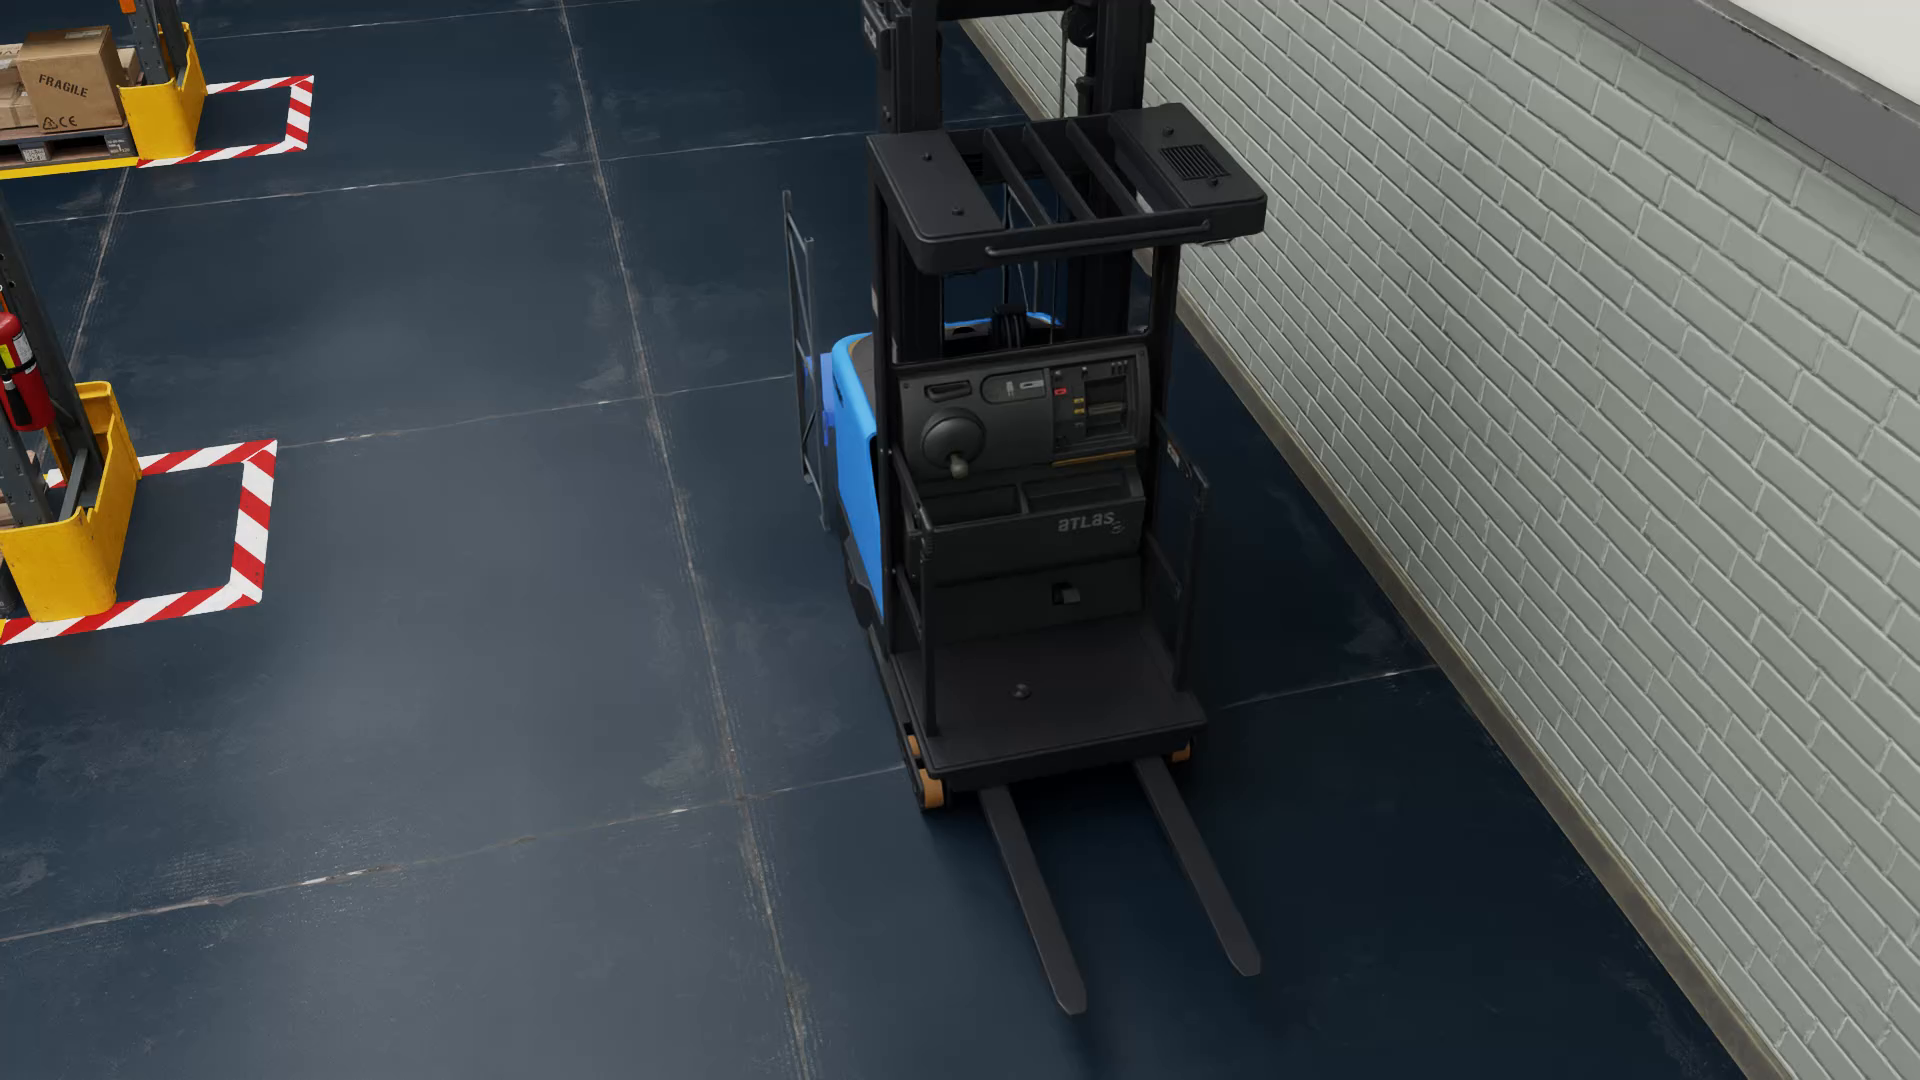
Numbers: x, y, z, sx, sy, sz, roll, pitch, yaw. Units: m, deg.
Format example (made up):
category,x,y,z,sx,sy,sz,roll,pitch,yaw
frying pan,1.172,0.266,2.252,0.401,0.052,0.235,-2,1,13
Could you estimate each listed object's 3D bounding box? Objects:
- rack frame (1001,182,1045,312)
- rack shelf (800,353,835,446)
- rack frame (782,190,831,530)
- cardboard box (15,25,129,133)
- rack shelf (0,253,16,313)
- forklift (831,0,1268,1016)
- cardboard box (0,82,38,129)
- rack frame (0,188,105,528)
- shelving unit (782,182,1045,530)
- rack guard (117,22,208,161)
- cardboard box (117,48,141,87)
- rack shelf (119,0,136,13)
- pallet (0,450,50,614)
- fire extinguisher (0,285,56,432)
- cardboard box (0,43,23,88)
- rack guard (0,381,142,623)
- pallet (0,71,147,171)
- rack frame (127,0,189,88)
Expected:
category,x,y,z,sx,sy,sz,roll,pitch,yaw
rack frame,0.282,-0.964,7.776,0.032,1.500,0.500,-10,39,-13
rack shelf,-0.206,-0.734,7.771,1.000,0.185,0.538,-10,39,-13
rack frame,-0.693,-0.789,7.547,0.032,1.500,0.500,-10,39,-13
cardboard box,-5.823,-3.036,10.945,0.500,0.500,0.500,-9,38,-12
rack shelf,-6.005,-0.576,6.626,4.000,0.370,1.077,-9,38,-12
forklift,0.297,-0.391,5.849,1.130,2.935,3.031,-9,38,-11
cardboard box,-6.237,-2.892,11.031,0.250,0.166,0.380,-9,38,-12
rack frame,-4.074,-1.178,6.822,0.127,3.000,1.000,-9,38,-12
shelving unit,-0.206,-0.877,7.661,1.048,1.500,0.538,-10,39,-13
rack guard,-5.435,-3.080,11.364,0.348,0.500,1.175,-9,38,-12
cardboard box,-5.856,-3.262,11.530,0.250,0.149,0.380,-9,38,-12
rack shelf,-7.293,-3.482,10.425,4.000,0.370,1.077,-9,38,-12
pallet,-4.880,0.037,7.528,1.213,0.211,1.003,-9,38,-12
fire extinguisher,-3.810,-0.757,6.641,0.183,0.674,0.296,-9,38,-12
cardboard box,-6.444,-3.168,11.324,0.500,0.250,0.500,-9,38,-12
rack guard,-4.054,-0.197,7.596,0.348,0.500,1.175,-9,38,-12
pallet,-6.205,-2.838,11.286,1.213,0.211,1.003,-9,38,-12
rack frame,-5.362,-4.084,10.621,0.127,3.000,1.000,-9,38,-12
